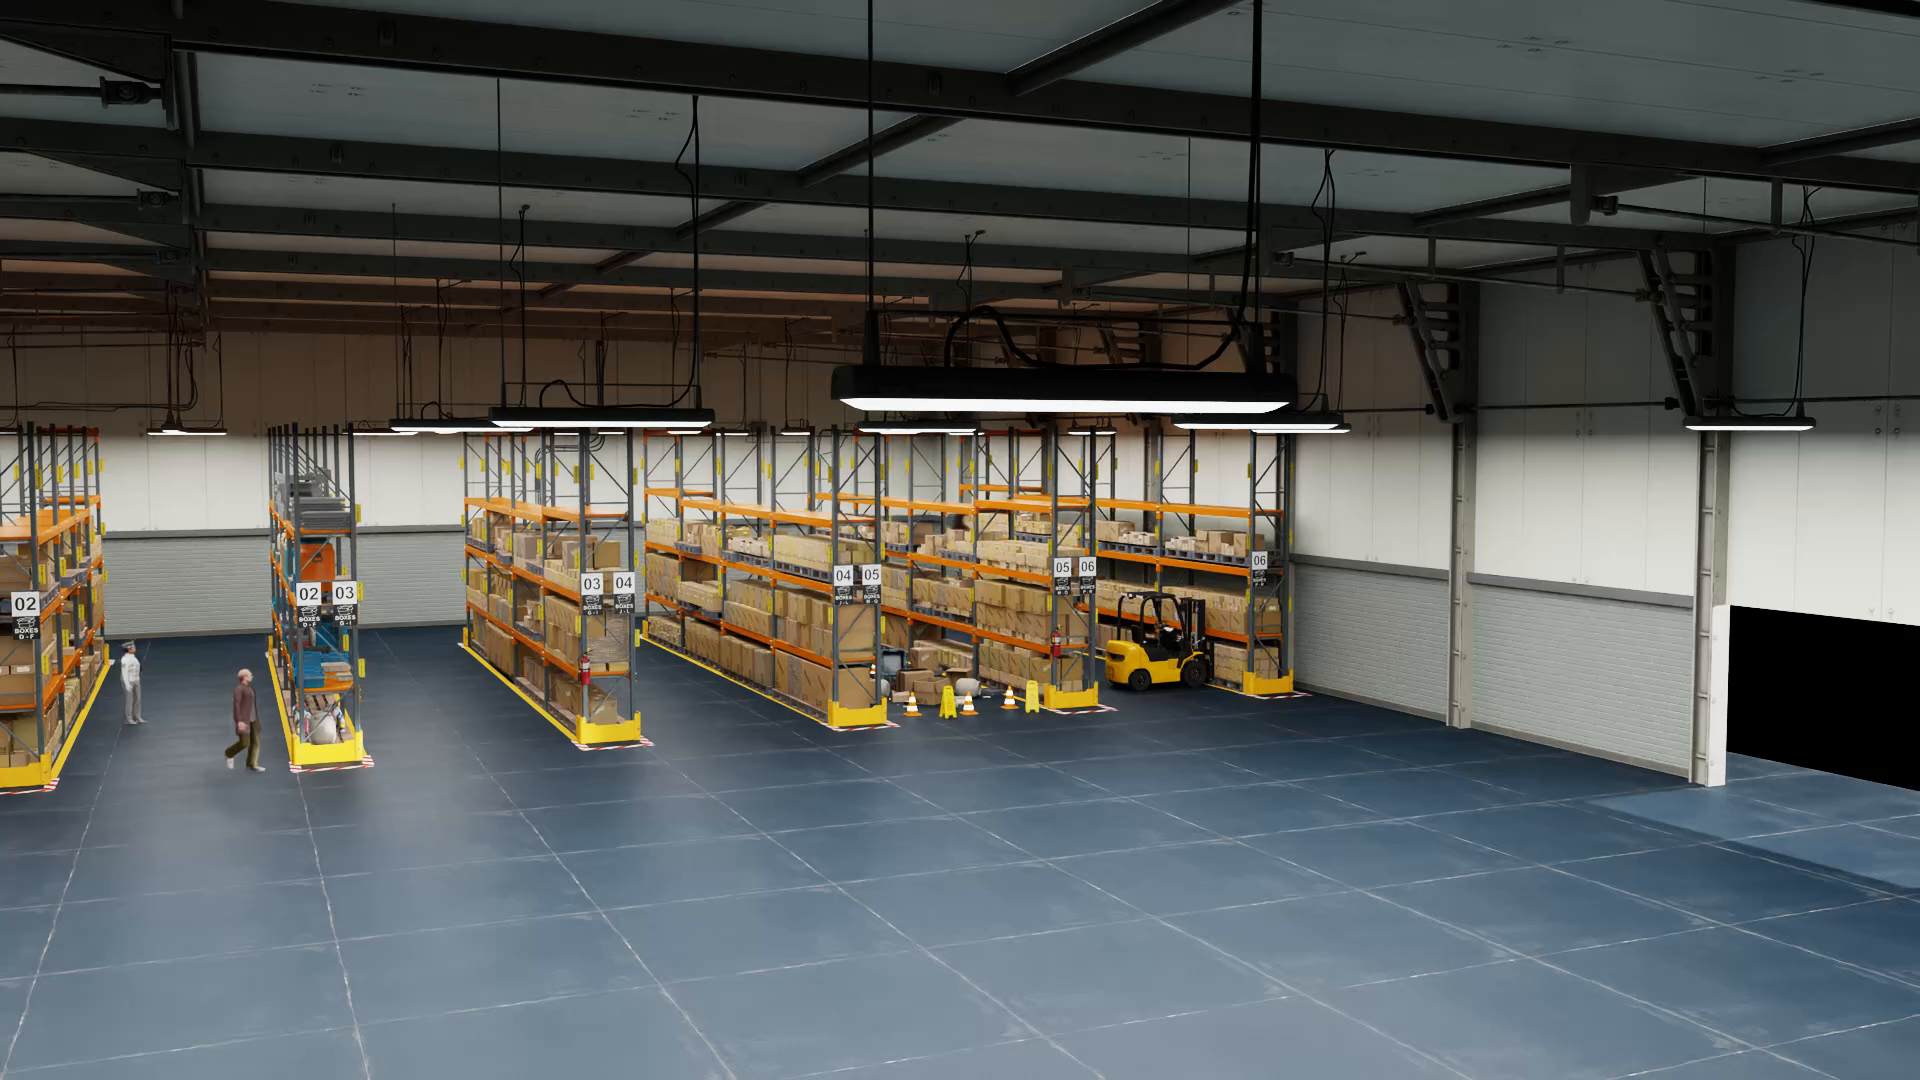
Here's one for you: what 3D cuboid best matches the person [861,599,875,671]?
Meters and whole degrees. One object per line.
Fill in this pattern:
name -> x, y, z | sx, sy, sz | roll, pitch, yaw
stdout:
person -> -2.292, 2.319, 40.923 | 0.617, 1.794, 0.412 | 3, 5, 40

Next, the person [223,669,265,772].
person -> -12.253, 3.088, 28.454 | 0.685, 1.762, 0.589 | 1, 4, 20

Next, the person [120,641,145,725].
person -> -16.610, 2.854, 33.327 | 0.350, 1.687, 0.517 | 1, 4, 13
